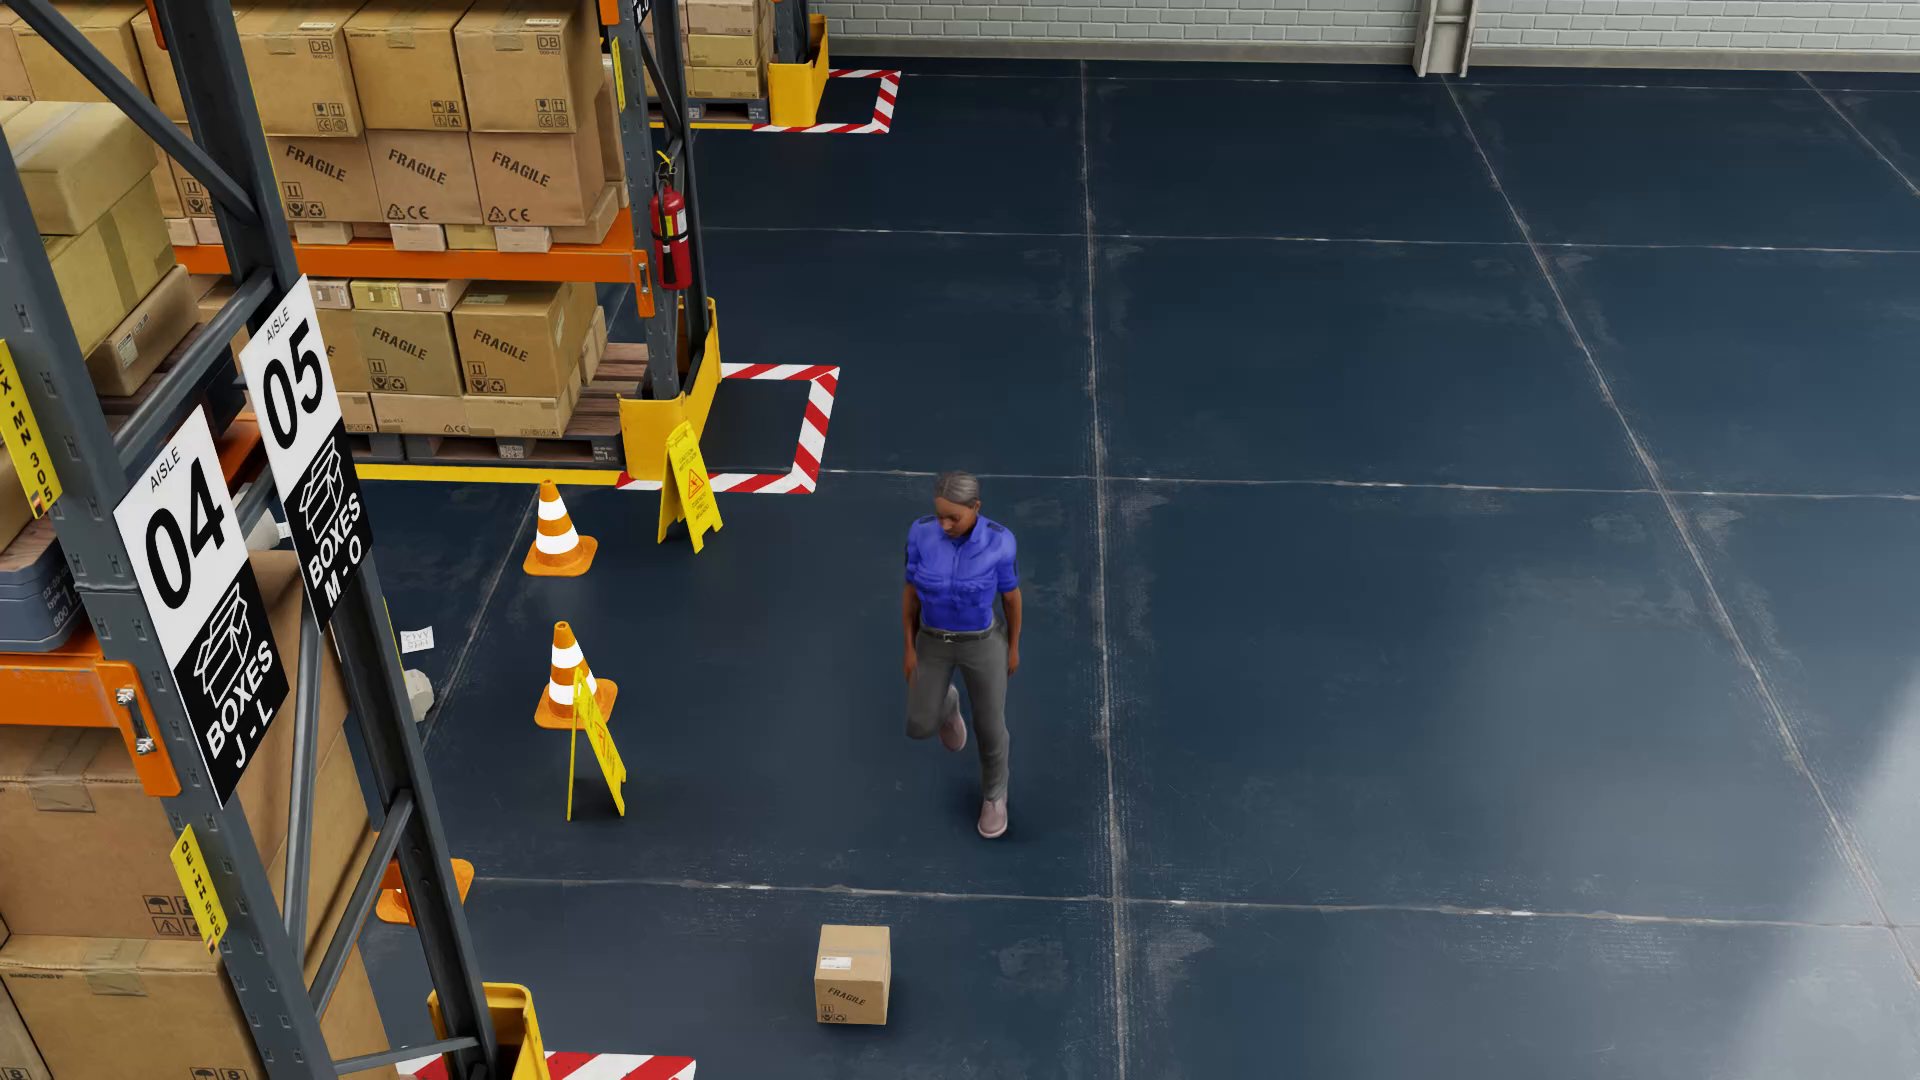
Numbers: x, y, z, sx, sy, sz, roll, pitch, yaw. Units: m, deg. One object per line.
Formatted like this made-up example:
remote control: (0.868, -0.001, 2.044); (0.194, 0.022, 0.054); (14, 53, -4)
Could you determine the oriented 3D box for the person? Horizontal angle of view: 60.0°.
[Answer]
person: (0.015, 0.383, 6.563); (0.460, 1.651, 0.574); (5, 36, 7)
